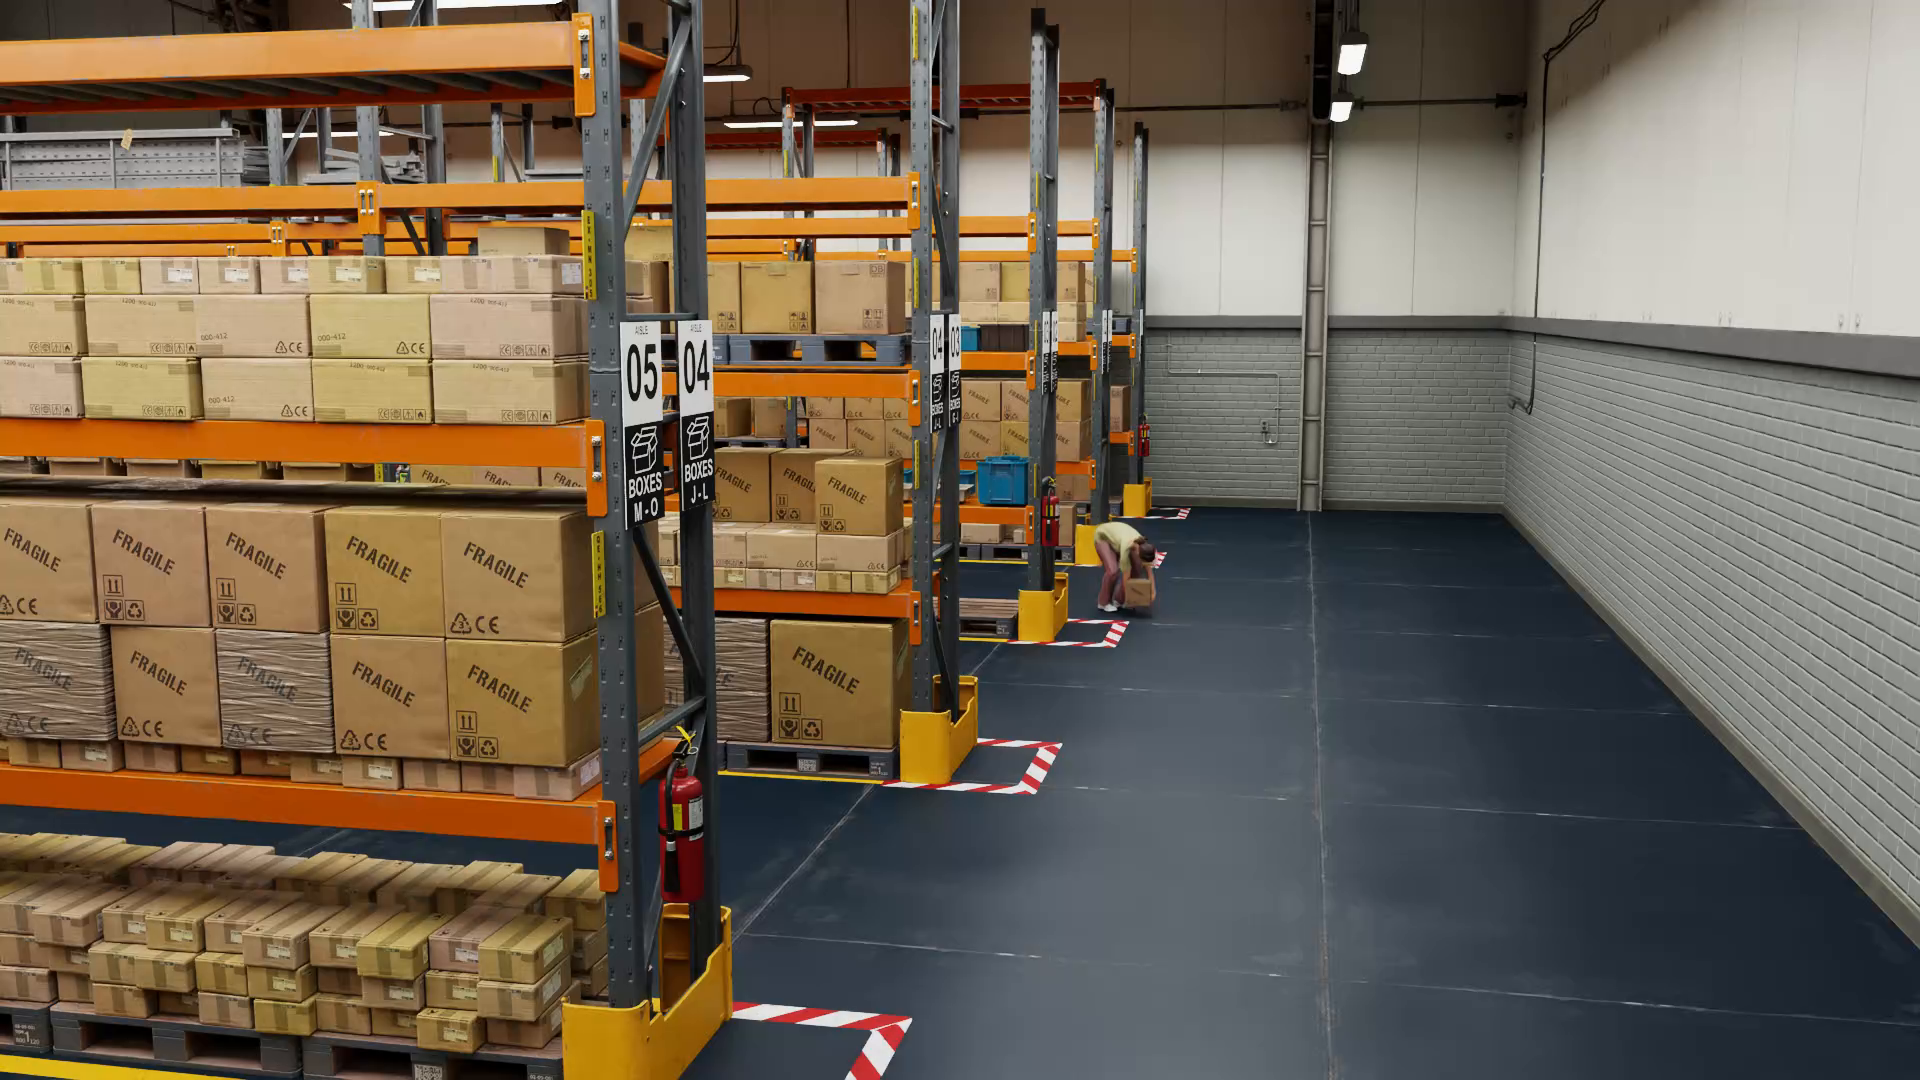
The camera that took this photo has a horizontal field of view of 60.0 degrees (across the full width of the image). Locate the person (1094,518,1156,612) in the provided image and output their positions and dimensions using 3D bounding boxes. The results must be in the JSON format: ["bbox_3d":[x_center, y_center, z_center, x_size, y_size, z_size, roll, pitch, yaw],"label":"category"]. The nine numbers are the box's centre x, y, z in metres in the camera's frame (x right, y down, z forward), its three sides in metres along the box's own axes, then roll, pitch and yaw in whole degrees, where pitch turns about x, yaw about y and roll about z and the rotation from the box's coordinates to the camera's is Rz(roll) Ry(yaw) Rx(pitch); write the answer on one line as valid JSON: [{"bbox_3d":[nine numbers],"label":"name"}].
[{"bbox_3d":[1.794,0.282,17.758,0.447,0.996,0.865,-6,10,-36],"label":"person"}]
